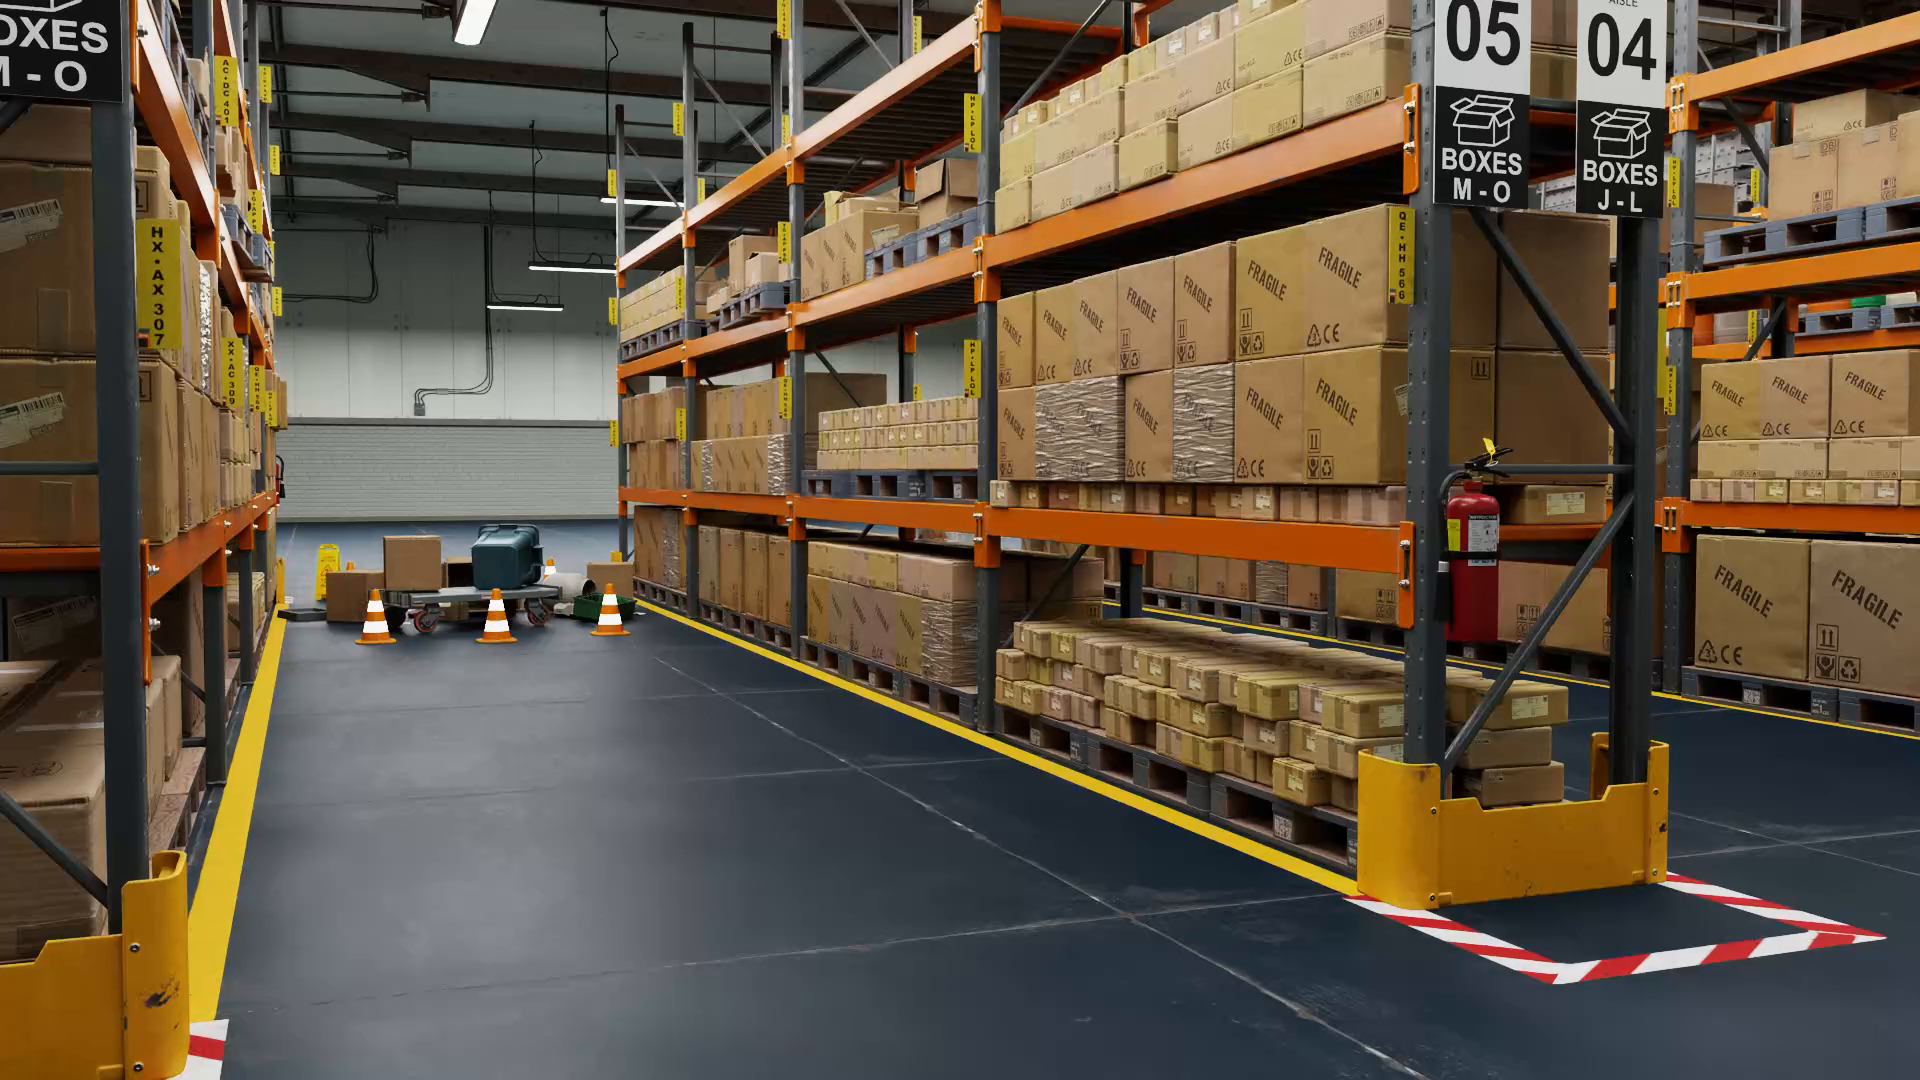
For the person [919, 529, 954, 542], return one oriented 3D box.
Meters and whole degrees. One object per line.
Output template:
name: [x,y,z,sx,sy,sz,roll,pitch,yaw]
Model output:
person: [-0.129,0.343,16.888,0.811,0.931,0.484,-1,3,-21]
